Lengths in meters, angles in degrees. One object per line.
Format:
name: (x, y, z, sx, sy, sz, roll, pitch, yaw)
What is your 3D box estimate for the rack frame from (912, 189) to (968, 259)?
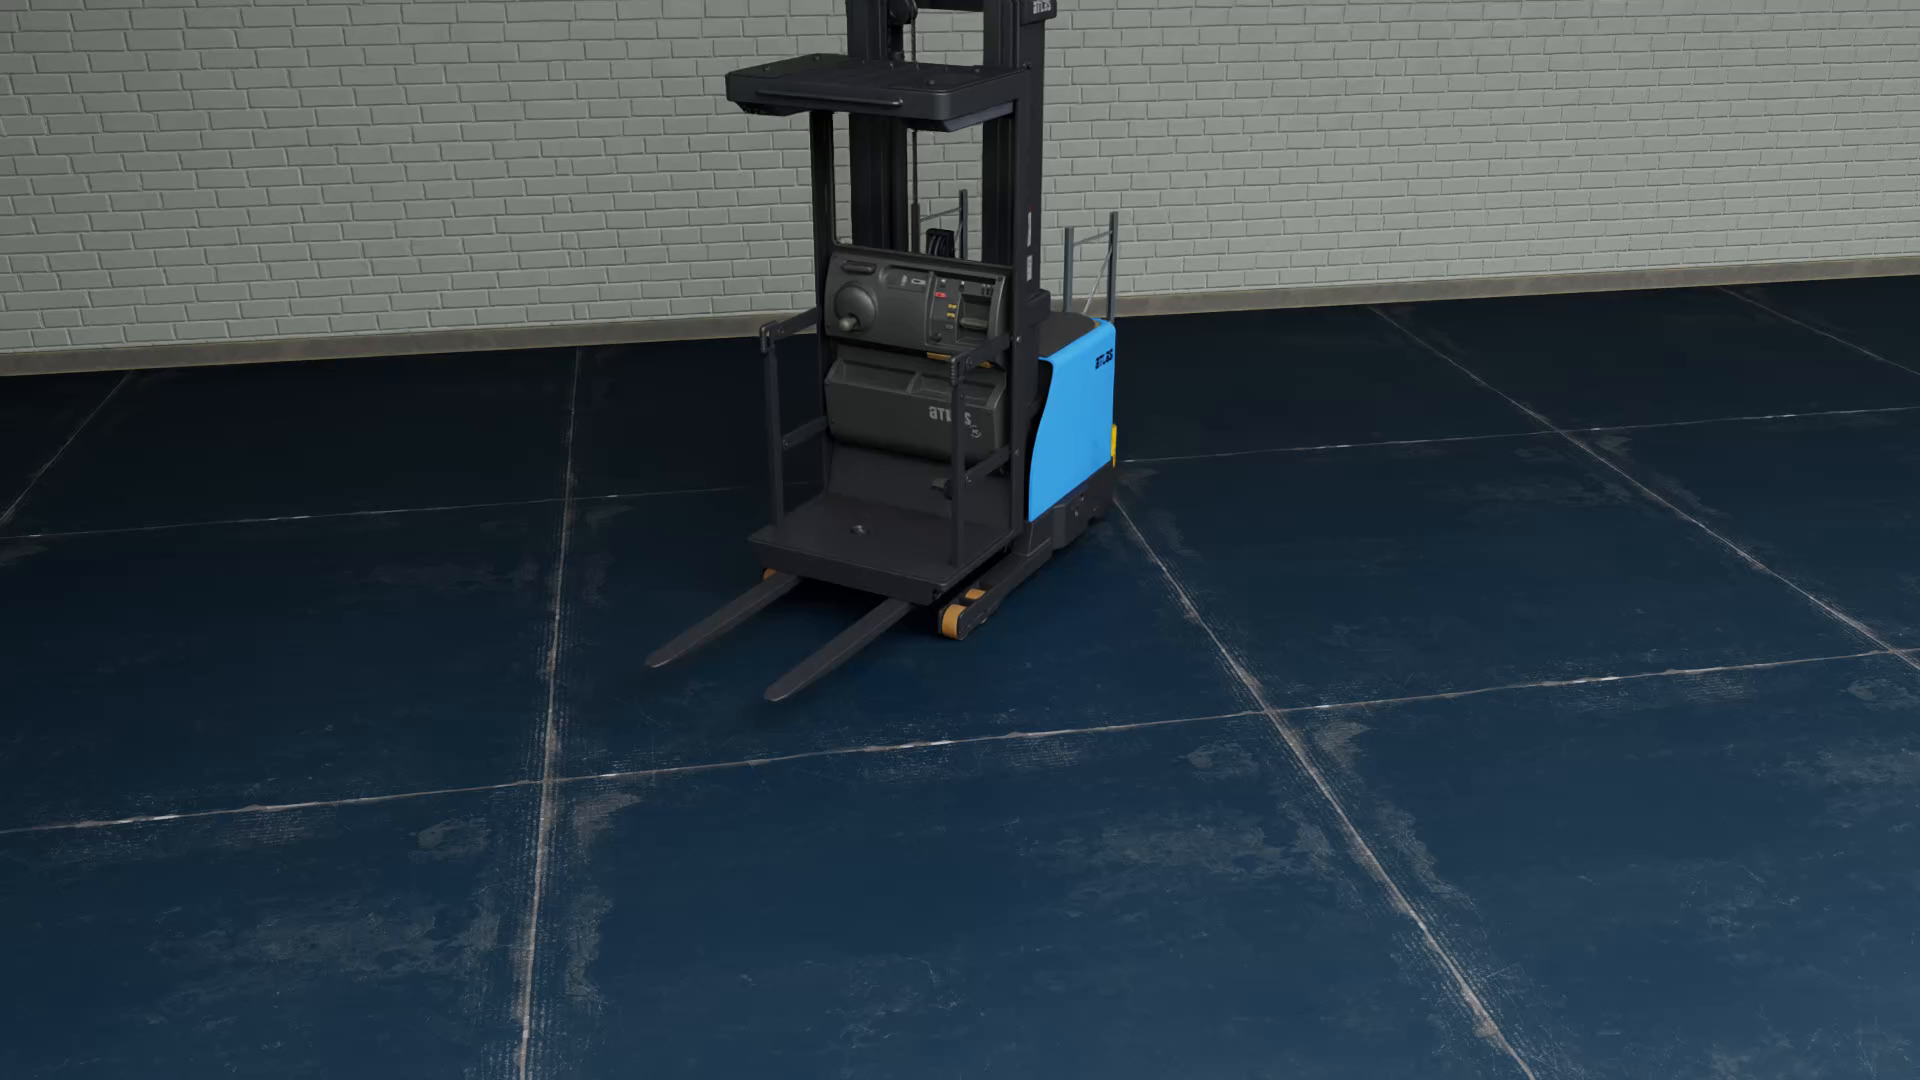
rack frame: (-0.112, -1.276, 9.797, 0.032, 1.500, 0.500, 16, 28, 33)

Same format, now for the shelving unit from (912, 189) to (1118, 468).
shelving unit: (0.307, -1.154, 9.519, 1.083, 1.500, 0.587, 16, 28, 33)

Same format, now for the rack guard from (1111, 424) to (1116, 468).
rack guard: (0.711, -0.464, 9.501, 0.087, 0.250, 0.587, 16, 28, 33)

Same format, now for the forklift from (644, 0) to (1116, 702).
forklift: (-0.317, -1.085, 7.573, 1.130, 2.935, 3.031, 12, 26, 26)

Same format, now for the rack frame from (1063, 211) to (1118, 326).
rack frame: (0.712, -1.037, 9.250, 0.032, 1.500, 0.500, 16, 28, 33)
